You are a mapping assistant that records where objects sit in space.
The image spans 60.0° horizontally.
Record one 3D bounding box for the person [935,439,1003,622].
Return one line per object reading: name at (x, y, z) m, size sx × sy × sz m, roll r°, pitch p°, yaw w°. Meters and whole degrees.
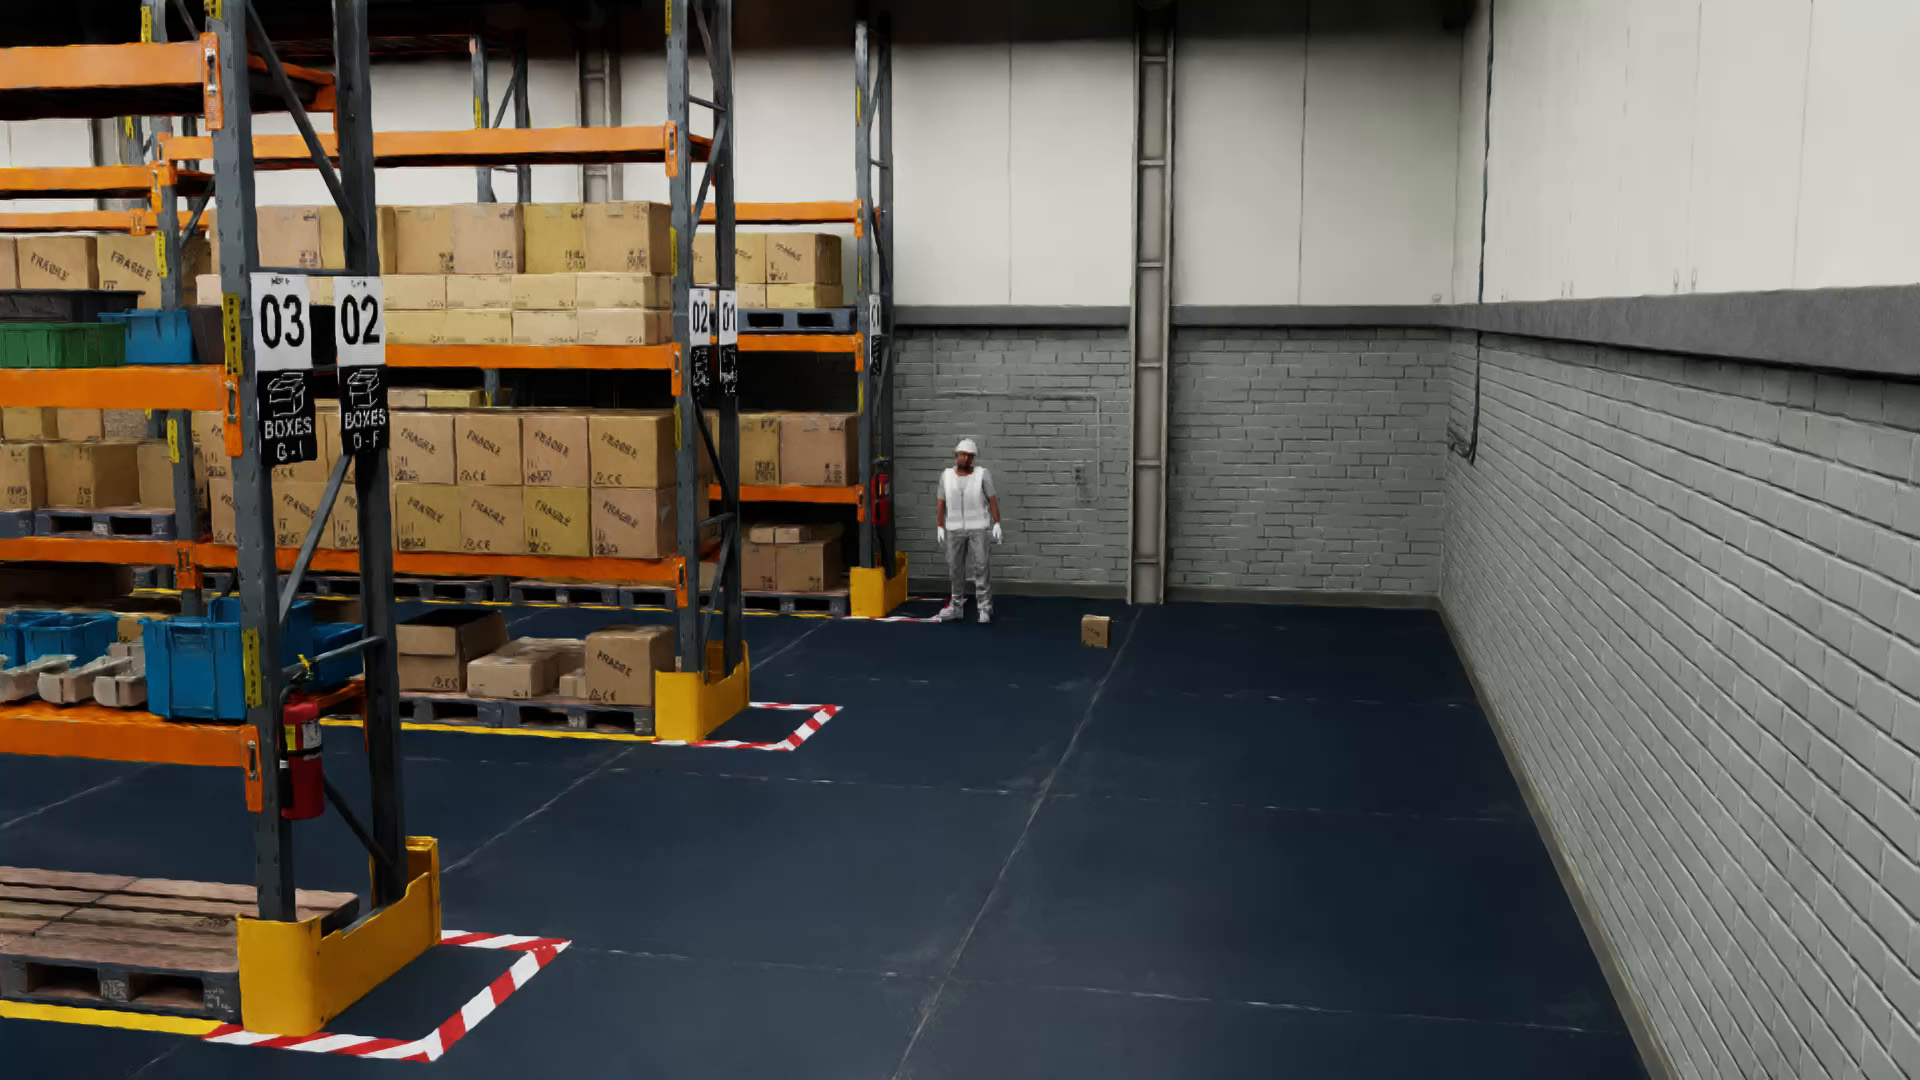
person at (0.084, -0.090, 16.159) m, size 0.678 × 1.786 × 0.429 m, roll 2°, pitch 8°, yaw 14°
